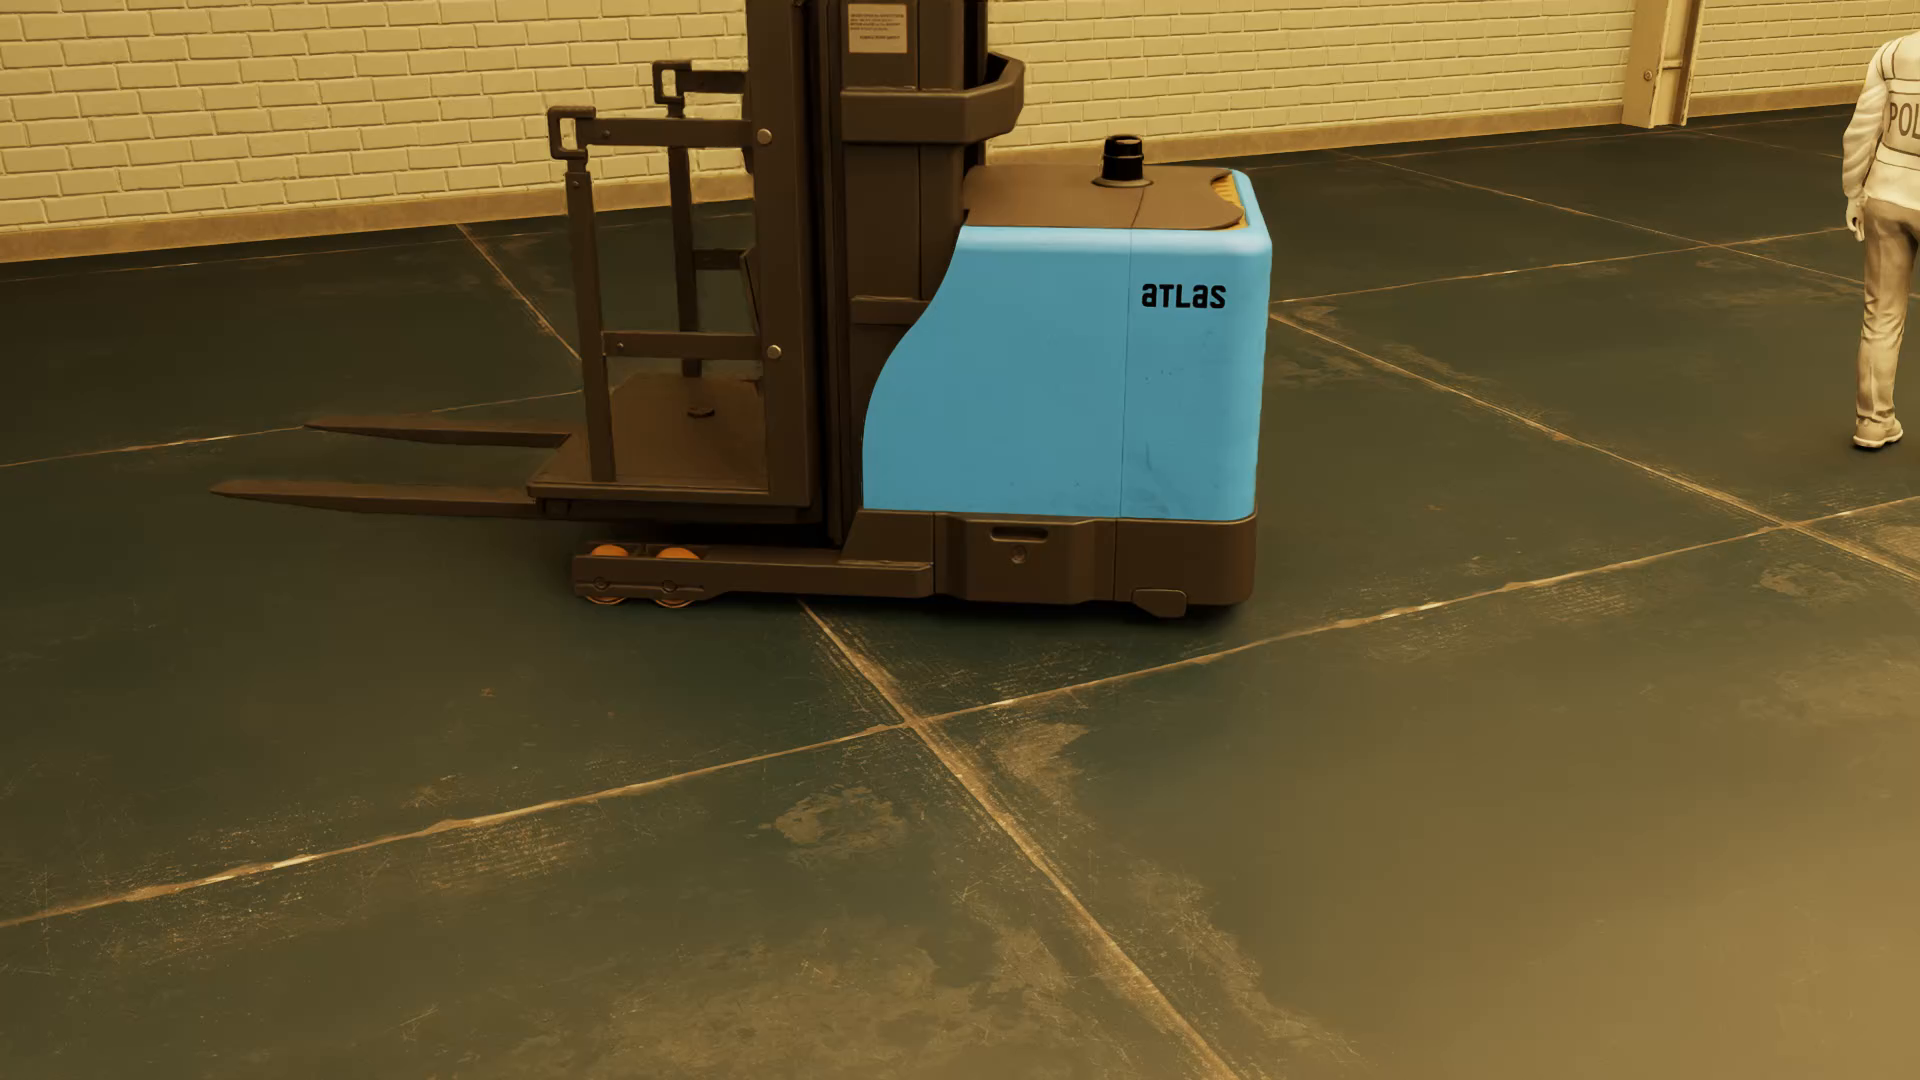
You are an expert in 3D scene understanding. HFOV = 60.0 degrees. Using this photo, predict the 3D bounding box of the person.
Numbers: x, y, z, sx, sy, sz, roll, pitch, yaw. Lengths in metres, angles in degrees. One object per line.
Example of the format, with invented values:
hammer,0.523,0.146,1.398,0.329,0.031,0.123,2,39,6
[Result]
person,3.279,-1.128,5.594,0.530,1.694,0.588,-16,27,-33

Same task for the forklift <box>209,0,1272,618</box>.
forklift,-0.664,-1.362,4.565,3.031,2.935,1.130,2,23,5
